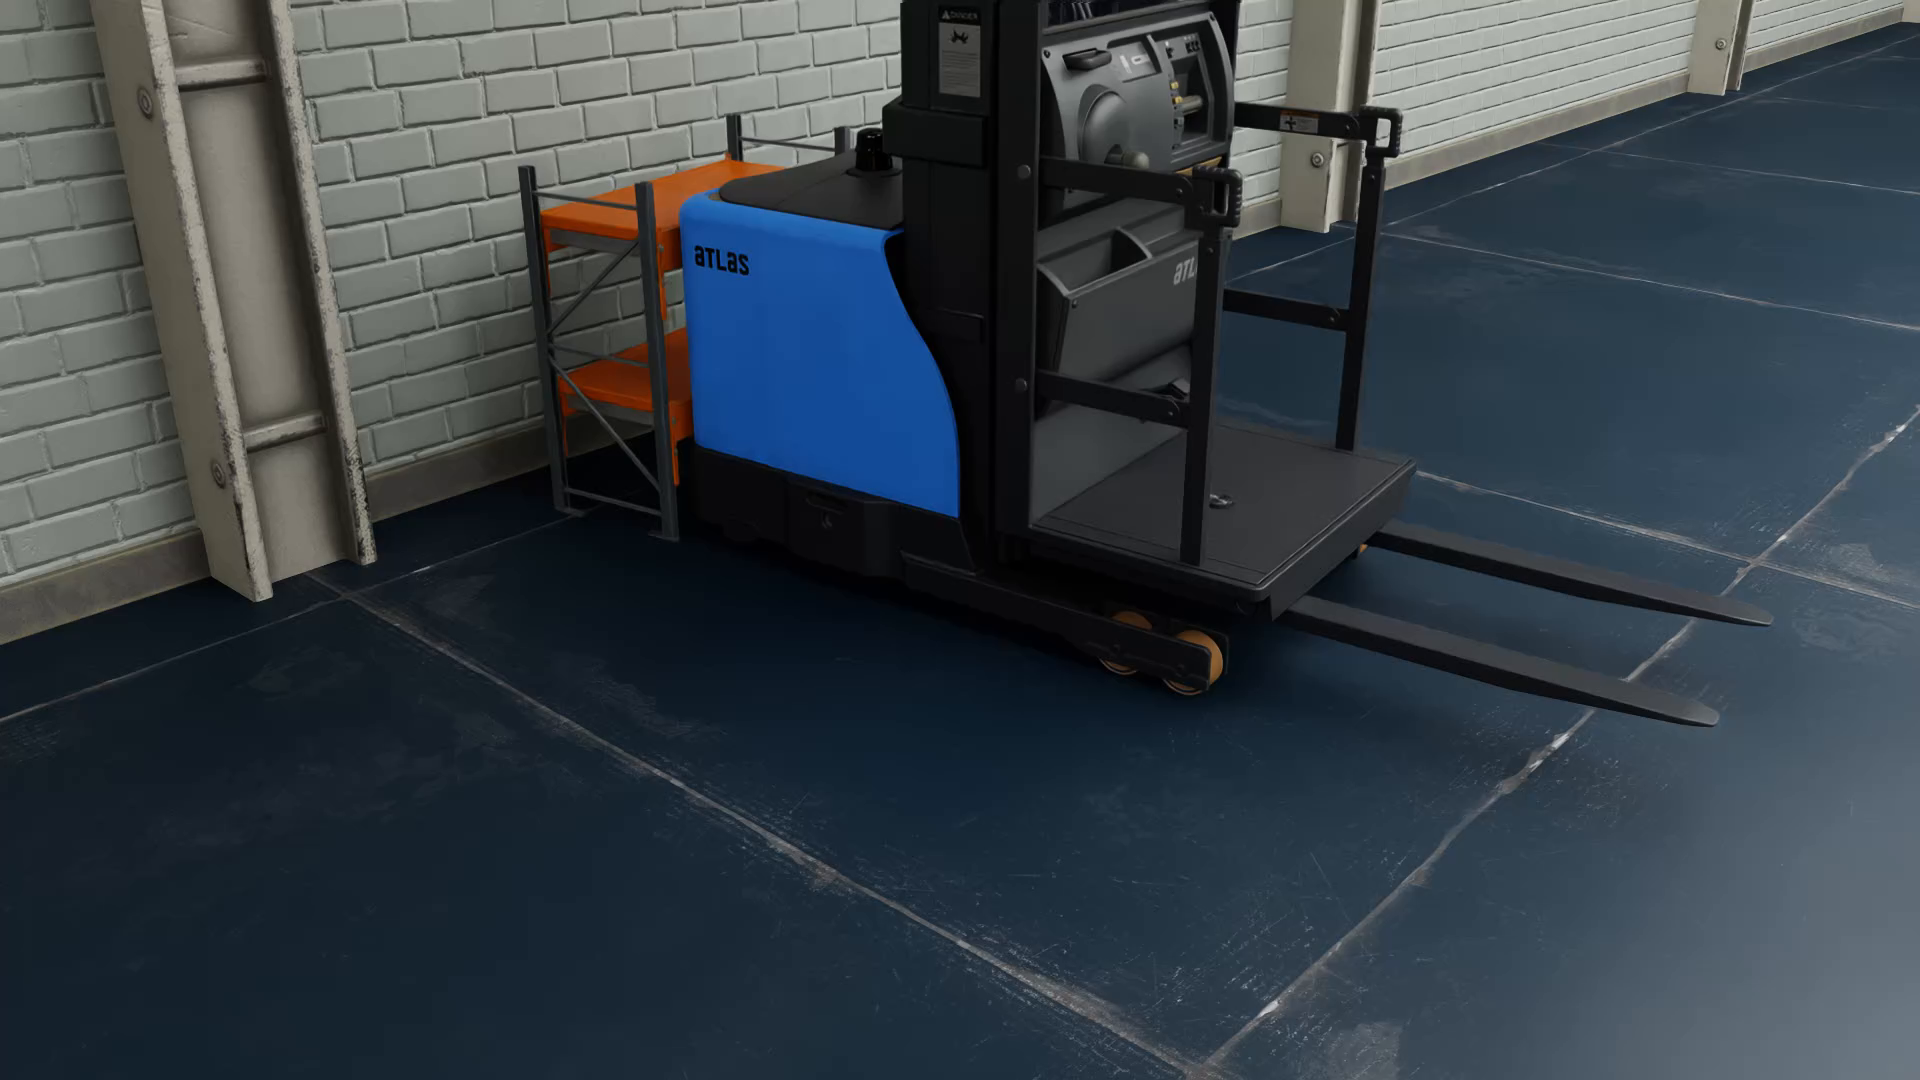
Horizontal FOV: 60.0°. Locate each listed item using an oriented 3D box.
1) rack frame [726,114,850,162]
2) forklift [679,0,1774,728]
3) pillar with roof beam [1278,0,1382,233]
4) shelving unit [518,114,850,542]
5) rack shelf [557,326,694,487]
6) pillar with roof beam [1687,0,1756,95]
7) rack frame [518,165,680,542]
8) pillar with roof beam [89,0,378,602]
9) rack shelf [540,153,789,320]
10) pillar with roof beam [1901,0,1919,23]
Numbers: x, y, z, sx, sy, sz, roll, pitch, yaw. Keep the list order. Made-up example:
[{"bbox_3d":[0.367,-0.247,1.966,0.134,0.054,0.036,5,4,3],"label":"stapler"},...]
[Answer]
[{"bbox_3d":[-0.594,-0.924,5.935,0.500,1.125,0.032,14,27,28],"label":"rack frame"},{"bbox_3d":[0.657,-1.179,4.297,3.031,2.935,1.130,16,29,31],"label":"forklift"},{"bbox_3d":[5.176,-4.679,4.687,9.100,9.000,0.400,20,31,38],"label":"pillar with roof beam"},{"bbox_3d":[-0.852,-0.745,5.536,0.538,1.125,1.048,14,27,28],"label":"shelving unit"},{"bbox_3d":[-0.852,-0.521,5.636,0.538,0.278,1.000,14,27,28],"label":"rack shelf"},{"bbox_3d":[9.180,-6.507,8.764,9.100,9.000,0.400,20,31,38],"label":"pillar with roof beam"},{"bbox_3d":[-1.110,-0.565,5.136,0.500,1.125,0.032,14,27,28],"label":"rack frame"},{"bbox_3d":[1.171,-2.851,0.610,9.100,9.000,0.400,20,31,38],"label":"pillar with roof beam"},{"bbox_3d":[-0.852,-1.012,5.416,0.538,0.278,1.000,14,27,28],"label":"rack shelf"},{"bbox_3d":[13.185,-8.335,12.841,9.100,9.000,0.400,20,31,38],"label":"pillar with roof beam"}]
